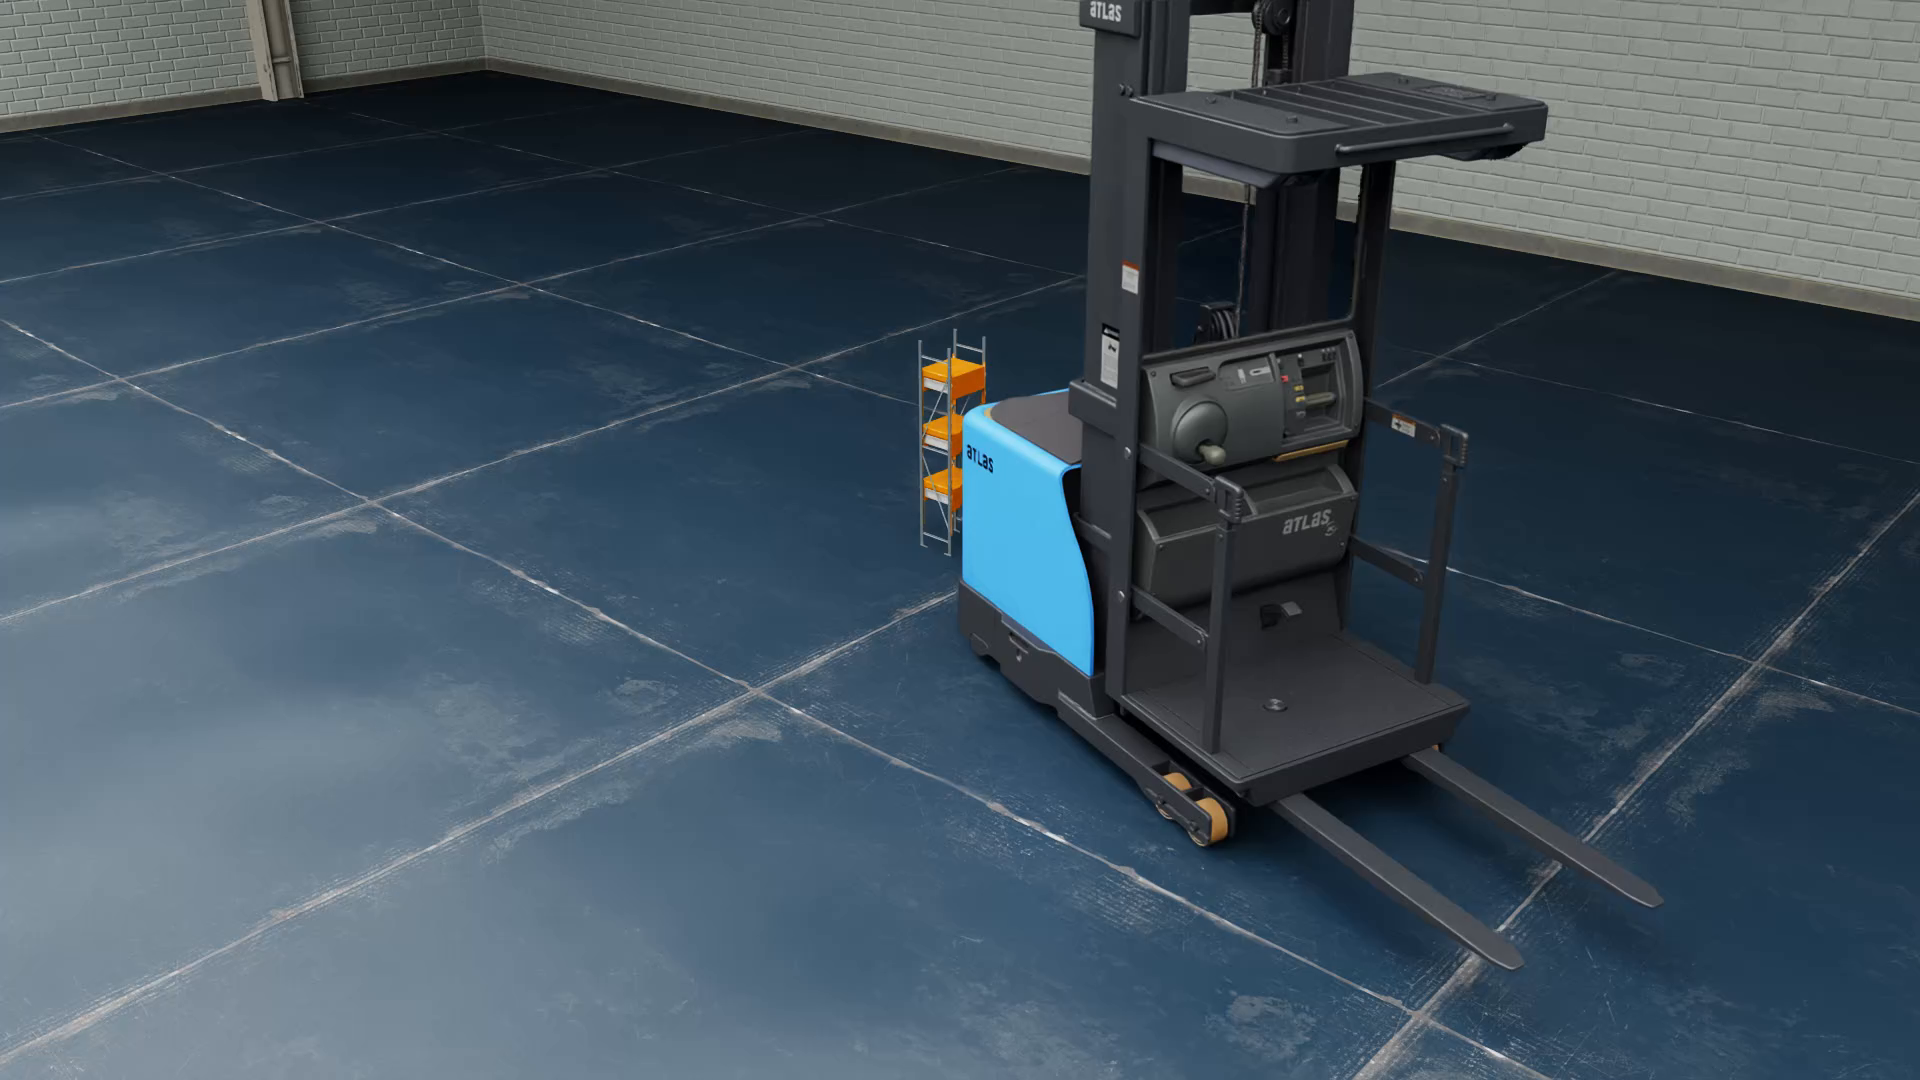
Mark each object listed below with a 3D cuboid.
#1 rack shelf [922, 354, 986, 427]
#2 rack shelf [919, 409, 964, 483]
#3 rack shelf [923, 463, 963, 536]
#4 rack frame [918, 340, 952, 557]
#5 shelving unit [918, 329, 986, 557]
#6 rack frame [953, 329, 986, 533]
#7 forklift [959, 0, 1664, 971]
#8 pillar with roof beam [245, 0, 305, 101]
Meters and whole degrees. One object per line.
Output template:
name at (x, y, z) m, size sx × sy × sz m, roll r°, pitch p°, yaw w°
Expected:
rack shelf at (-0.036, -0.712, 7.887) m, size 0.215 × 0.259 × 0.240 m, roll 20°, pitch 31°, yaw 38°
rack shelf at (-0.036, -0.453, 8.003) m, size 0.215 × 0.259 × 0.240 m, roll 20°, pitch 31°, yaw 38°
rack shelf at (-0.036, -0.199, 8.117) m, size 0.215 × 0.259 × 0.240 m, roll 20°, pitch 31°, yaw 38°
rack frame at (-0.117, -0.426, 7.916) m, size 0.200 × 1.050 × 0.008 m, roll 20°, pitch 31°, yaw 38°
shelving unit at (-0.036, -0.463, 7.999) m, size 0.215 × 1.050 × 0.252 m, roll 20°, pitch 31°, yaw 38°
rack frame at (0.046, -0.500, 8.082) m, size 0.200 × 1.050 × 0.008 m, roll 20°, pitch 31°, yaw 38°
forklift at (1.161, -0.476, 5.728) m, size 1.130 × 2.935 × 3.031 m, roll -13°, pitch 27°, yaw -27°
pillar with roof beam at (-5.043, -8.320, 15.807) m, size 9.100 × 9.000 × 0.400 m, roll 20°, pitch 31°, yaw 38°
